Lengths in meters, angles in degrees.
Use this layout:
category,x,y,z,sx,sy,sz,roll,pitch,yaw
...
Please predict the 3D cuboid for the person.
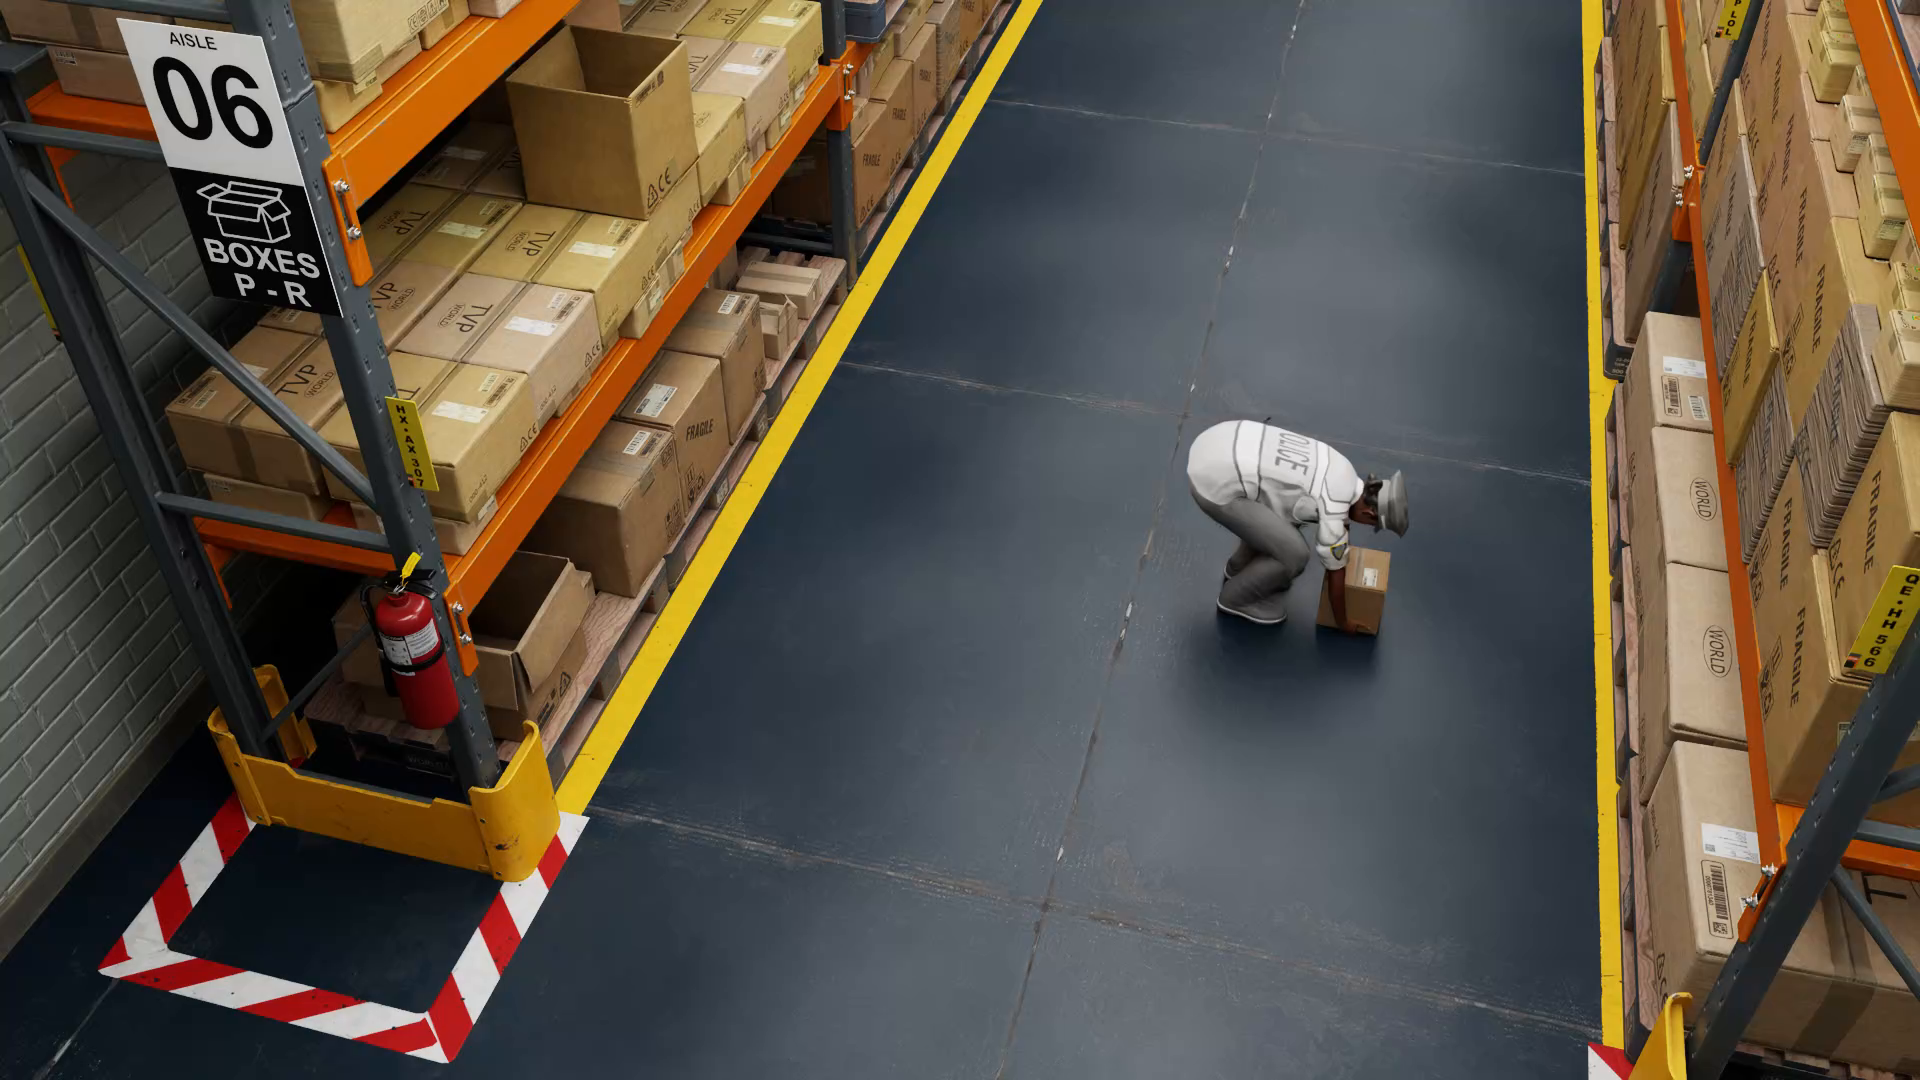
category,x,y,z,sx,sy,sz,roll,pitch,yaw
person,1.369,-0.063,6.845,0.909,0.858,0.450,8,42,9
